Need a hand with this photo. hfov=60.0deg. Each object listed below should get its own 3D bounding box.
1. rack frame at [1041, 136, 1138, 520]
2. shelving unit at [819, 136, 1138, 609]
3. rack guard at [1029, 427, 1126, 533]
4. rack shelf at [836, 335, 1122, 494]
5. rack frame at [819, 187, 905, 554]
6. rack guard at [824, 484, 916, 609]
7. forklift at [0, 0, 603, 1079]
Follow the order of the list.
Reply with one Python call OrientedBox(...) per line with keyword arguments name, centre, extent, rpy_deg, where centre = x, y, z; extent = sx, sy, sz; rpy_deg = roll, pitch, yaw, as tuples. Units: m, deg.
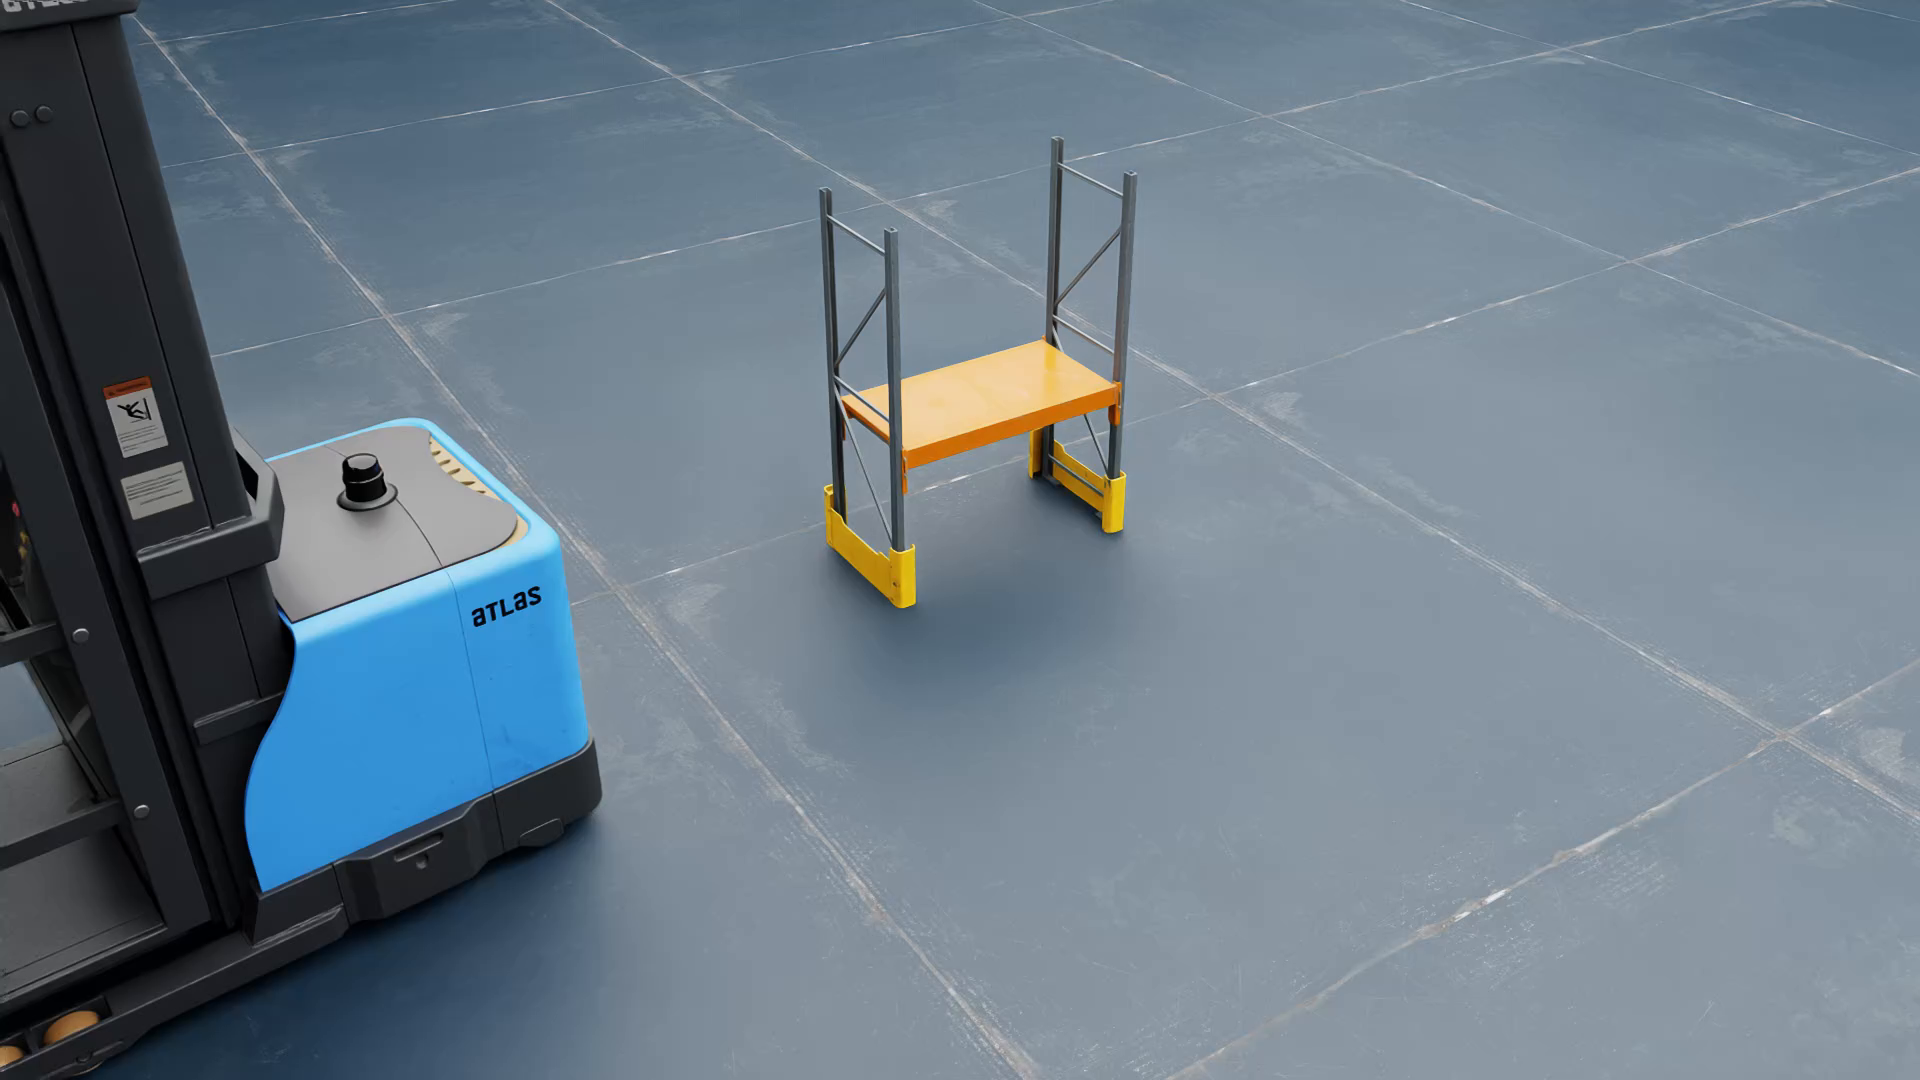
OrientedBox(name="rack frame", centre=(0.499, -0.806, 6.622), extent=(0.032, 1.500, 0.500), rpy_deg=(-19, 37, -27))
OrientedBox(name="shelving unit", centre=(0.064, -0.656, 6.385), extent=(1.083, 1.500, 0.587), rpy_deg=(-19, 37, -27))
OrientedBox(name="rack guard", centre=(0.483, -0.272, 6.946), extent=(0.087, 0.250, 0.587), rpy_deg=(-19, 37, -27))
OrientedBox(name="rack shelf", centre=(0.072, -0.507, 6.485), extent=(1.000, 0.185, 0.538), rpy_deg=(-19, 37, -27))
OrientedBox(name="rack frame", centre=(-0.356, -0.512, 6.156), extent=(0.032, 1.500, 0.500), rpy_deg=(-19, 37, -27))
OrientedBox(name="rack guard", centre=(-0.355, 0.016, 6.490), extent=(0.087, 0.250, 0.587), rpy_deg=(-19, 37, -27))
OrientedBox(name="forklift", centre=(-2.609, -0.058, 4.095), extent=(3.031, 2.935, 1.130), rpy_deg=(-23, 39, -32))
